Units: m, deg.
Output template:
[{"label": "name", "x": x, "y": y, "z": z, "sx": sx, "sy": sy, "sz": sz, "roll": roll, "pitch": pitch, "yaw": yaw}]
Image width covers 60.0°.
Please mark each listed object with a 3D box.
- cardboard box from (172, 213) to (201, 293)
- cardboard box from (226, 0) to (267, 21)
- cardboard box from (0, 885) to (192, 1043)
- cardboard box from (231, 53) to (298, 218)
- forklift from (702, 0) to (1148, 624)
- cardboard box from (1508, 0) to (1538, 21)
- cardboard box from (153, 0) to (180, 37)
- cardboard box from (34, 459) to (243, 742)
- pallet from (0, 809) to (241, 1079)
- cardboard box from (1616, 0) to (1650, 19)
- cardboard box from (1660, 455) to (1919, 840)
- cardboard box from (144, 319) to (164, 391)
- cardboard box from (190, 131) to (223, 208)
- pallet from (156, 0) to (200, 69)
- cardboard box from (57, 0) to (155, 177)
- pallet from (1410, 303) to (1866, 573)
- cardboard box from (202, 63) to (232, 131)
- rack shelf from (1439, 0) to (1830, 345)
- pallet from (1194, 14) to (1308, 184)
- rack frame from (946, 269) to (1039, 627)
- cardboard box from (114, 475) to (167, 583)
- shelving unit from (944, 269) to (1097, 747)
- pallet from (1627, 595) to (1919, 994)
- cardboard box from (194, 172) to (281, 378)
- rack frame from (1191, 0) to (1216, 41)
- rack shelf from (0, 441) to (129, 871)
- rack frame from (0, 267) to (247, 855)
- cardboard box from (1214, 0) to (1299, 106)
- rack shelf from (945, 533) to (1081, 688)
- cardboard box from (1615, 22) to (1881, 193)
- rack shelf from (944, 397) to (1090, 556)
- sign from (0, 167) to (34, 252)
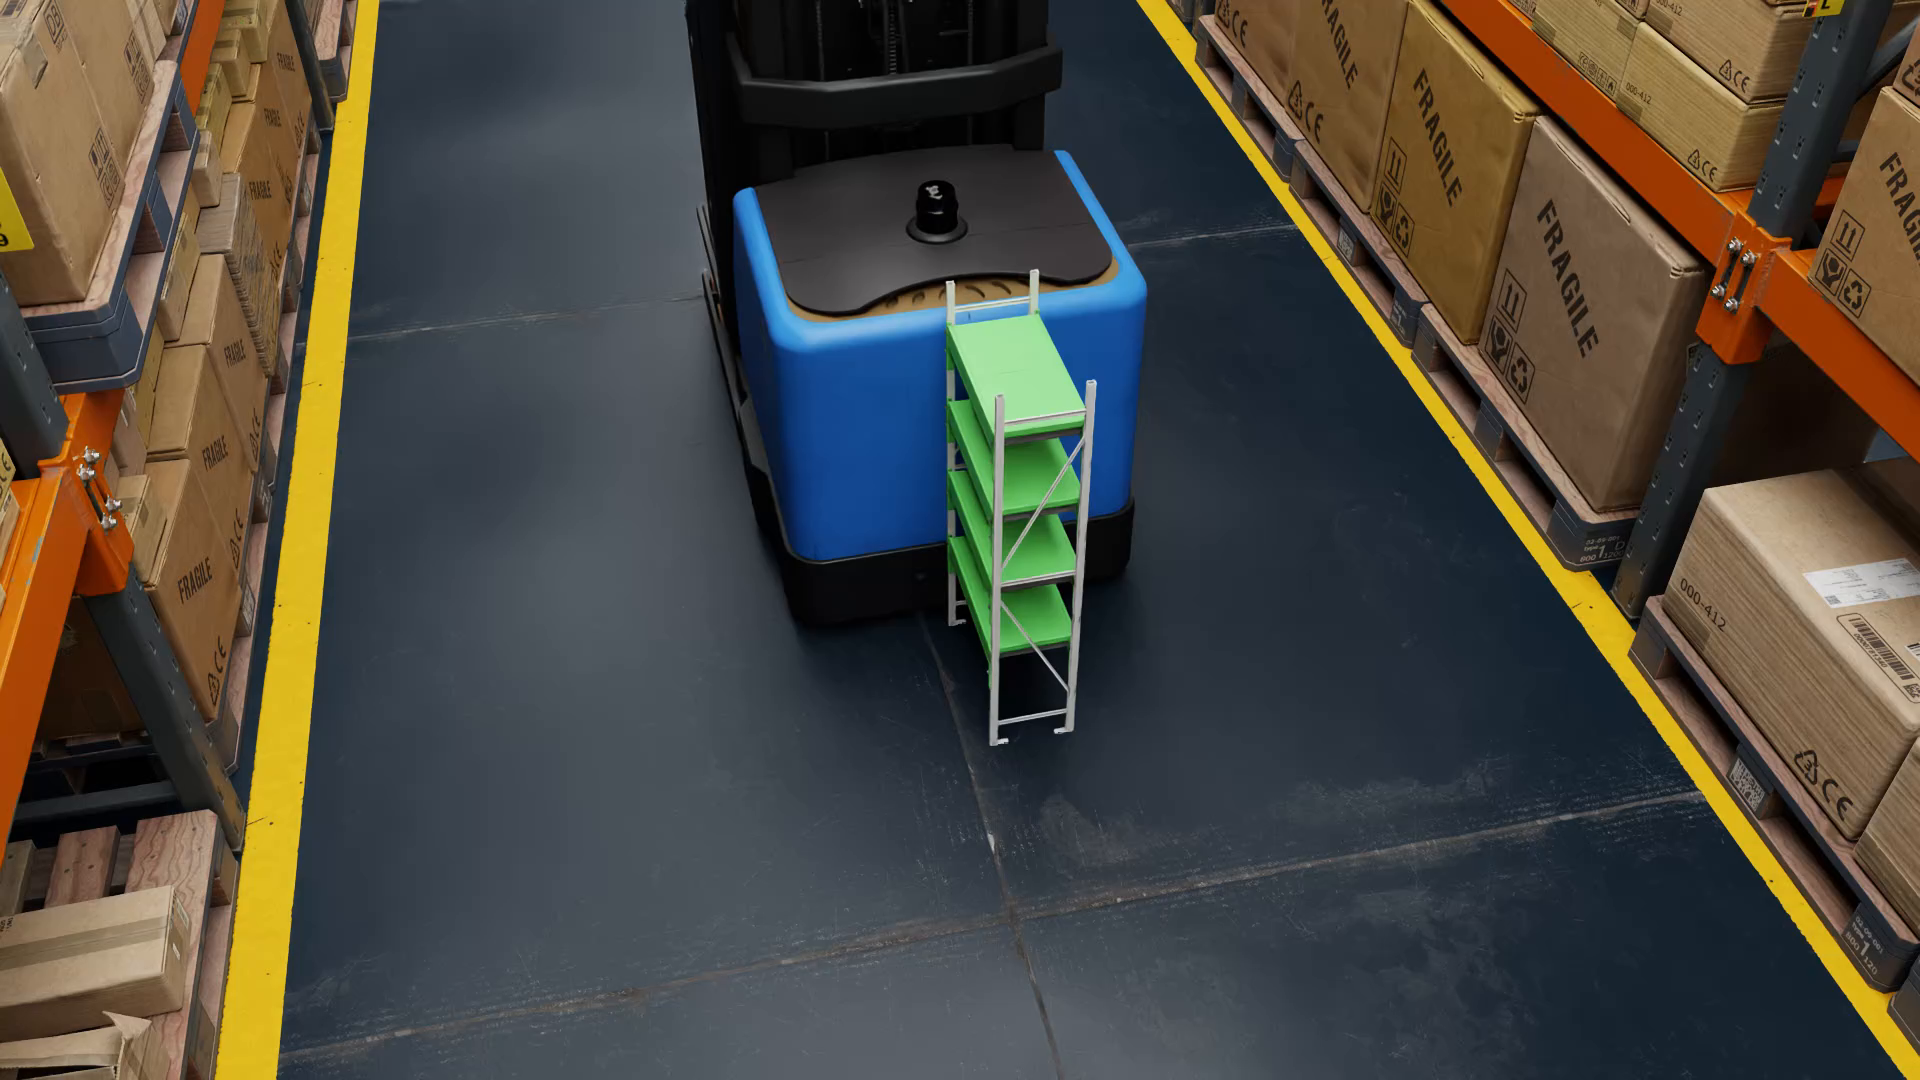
[{"label": "cardboard box", "x": -2.530, "y": -0.847, "z": 5.022, "sx": 0.380, "sy": 0.149, "sz": 0.250, "roll": -7, "pitch": 42, "yaw": -8}, {"label": "cardboard box", "x": -2.879, "y": -2.048, "z": 6.375, "sx": 0.380, "sy": 0.149, "sz": 0.250, "roll": -10, "pitch": 43, "yaw": -11}, {"label": "cardboard box", "x": -1.963, "y": 0.954, "z": 3.747, "sx": 0.380, "sy": 0.149, "sz": 0.250, "roll": -10, "pitch": 42, "yaw": -11}, {"label": "cardboard box", "x": -2.834, "y": -1.520, "z": 6.269, "sx": 0.500, "sy": 0.500, "sz": 0.500, "roll": -9, "pitch": 42, "yaw": -10}, {"label": "forklift", "x": -0.329, "y": -1.841, "z": 5.116, "sx": 1.130, "sy": 2.935, "sz": 3.031, "roll": -9, "pitch": 42, "yaw": -10}, {"label": "cardboard box", "x": 1.934, "y": -1.846, "z": 5.183, "sx": 0.500, "sy": 0.250, "sz": 0.500, "roll": -9, "pitch": 42, "yaw": -10}, {"label": "cardboard box", "x": -2.537, "y": -1.658, "z": 4.467, "sx": 0.700, "sy": 0.500, "sz": 0.500, "roll": -9, "pitch": 42, "yaw": -10}, {"label": "cardboard box", "x": -2.254, "y": 0.158, "z": 4.379, "sx": 0.500, "sy": 0.500, "sz": 0.500, "roll": -7, "pitch": 42, "yaw": -7}, {"label": "pallet", "x": -2.222, "y": 1.214, "z": 3.723, "sx": 1.003, "sy": 0.211, "sz": 1.213, "roll": -8, "pitch": 42, "yaw": -9}, {"label": "cardboard box", "x": 2.029, "y": -1.692, "z": 4.633, "sx": 0.500, "sy": 0.250, "sz": 0.500, "roll": -7, "pitch": 42, "yaw": -8}, {"label": "cardboard box", "x": 2.507, "y": 0.236, "z": 4.338, "sx": 0.875, "sy": 0.438, "sz": 0.875, "roll": -9, "pitch": 42, "yaw": -10}, {"label": "cardboard box", "x": -2.462, "y": -0.518, "z": 4.652, "sx": 0.380, "sy": 0.149, "sz": 0.250, "roll": -9, "pitch": 42, "yaw": -10}, {"label": "cardboard box", "x": -2.620, "y": -1.184, "z": 5.403, "sx": 0.380, "sy": 0.149, "sz": 0.250, "roll": -10, "pitch": 43, "yaw": -11}, {"label": "pallet", "x": -2.809, "y": -1.535, "z": 4.864, "sx": 1.003, "sy": 0.211, "sz": 1.213, "roll": -8, "pitch": 42, "yaw": -9}, {"label": "cardboard box", "x": -2.367, "y": -1.150, "z": 3.894, "sx": 0.700, "sy": 0.500, "sz": 0.500, "roll": -8, "pitch": 42, "yaw": -9}, {"label": "pallet", "x": 2.236, "y": -0.434, "z": 5.580, "sx": 1.003, "sy": 0.211, "sz": 1.213, "roll": -8, "pitch": 42, "yaw": -9}, {"label": "cardboard box", "x": -2.764, "y": -1.521, "z": 5.781, "sx": 0.380, "sy": 0.149, "sz": 0.250, "roll": -7, "pitch": 42, "yaw": -8}, {"label": "rack shelf", "x": 2.045, "y": -2.015, "z": 5.802, "sx": 1.077, "sy": 0.370, "sz": 4.000, "roll": -8, "pitch": 42, "yaw": -9}, {"label": "pallet", "x": 1.709, "y": -2.016, "z": 7.362, "sx": 1.003, "sy": 0.211, "sz": 1.213, "roll": -8, "pitch": 42, "yaw": -9}, {"label": "rack frame", "x": 0.082, "y": -0.214, "z": 4.588, "sx": 0.240, "sy": 1.200, "sz": 0.015, "roll": -9, "pitch": 42, "yaw": -10}, {"label": "cardboard box", "x": -2.187, "y": -0.009, "z": 4.079, "sx": 0.380, "sy": 0.149, "sz": 0.250, "roll": -6, "pitch": 42, "yaw": -7}, {"label": "shelving unit", "x": 0.140, "y": -0.057, "z": 4.410, "sx": 0.258, "sy": 1.200, "sz": 0.503, "roll": -9, "pitch": 42, "yaw": -10}, {"label": "pallet", "x": 2.564, "y": 0.559, "z": 4.461, "sx": 1.003, "sy": 0.211, "sz": 1.213, "roll": -8, "pitch": 42, "yaw": -9}, {"label": "cardboard box", "x": -2.588, "y": -0.847, "z": 5.511, "sx": 0.500, "sy": 0.500, "sz": 0.500, "roll": -10, "pitch": 43, "yaw": -11}, {"label": "rack frame", "x": 1.613, "y": -3.580, "z": 7.024, "sx": 1.000, "sy": 3.000, "sz": 0.127, "roll": -8, "pitch": 42, "yaw": -9}, {"label": "rack shelf", "x": -1.938, "y": 1.292, "z": 2.077, "sx": 1.077, "sy": 0.370, "sz": 4.000, "roll": -8, "pitch": 42, "yaw": -9}, {"label": "rack frame", "x": -2.370, "y": -0.274, "z": 3.299, "sx": 1.000, "sy": 3.000, "sz": 0.127, "roll": -8, "pitch": 42, "yaw": -9}, {"label": "cardboard box", "x": 1.681, "y": -2.483, "z": 7.072, "sx": 0.875, "sy": 0.875, "sz": 0.875, "roll": -9, "pitch": 42, "yaw": -10}, {"label": "rack shelf", "x": 0.140, "y": 0.170, "z": 4.612, "sx": 0.258, "sy": 0.148, "sz": 0.480, "roll": -9, "pitch": 42, "yaw": -10}, {"label": "cardboard box", "x": 2.133, "y": -1.186, "z": 4.440, "sx": 0.500, "sy": 0.250, "sz": 0.500, "roll": -9, "pitch": 42, "yaw": -10}, {"label": "rack shelf", "x": 0.140, "y": -0.189, "z": 4.293, "sx": 0.258, "sy": 0.148, "sz": 0.480, "roll": -9, "pitch": 42, "yaw": -10}, {"label": "sign", "x": -1.841, "y": -0.680, "z": 3.105, "sx": 0.100, "sy": 0.325, "sz": 0.005, "roll": -8, "pitch": 42, "yaw": -9}]
